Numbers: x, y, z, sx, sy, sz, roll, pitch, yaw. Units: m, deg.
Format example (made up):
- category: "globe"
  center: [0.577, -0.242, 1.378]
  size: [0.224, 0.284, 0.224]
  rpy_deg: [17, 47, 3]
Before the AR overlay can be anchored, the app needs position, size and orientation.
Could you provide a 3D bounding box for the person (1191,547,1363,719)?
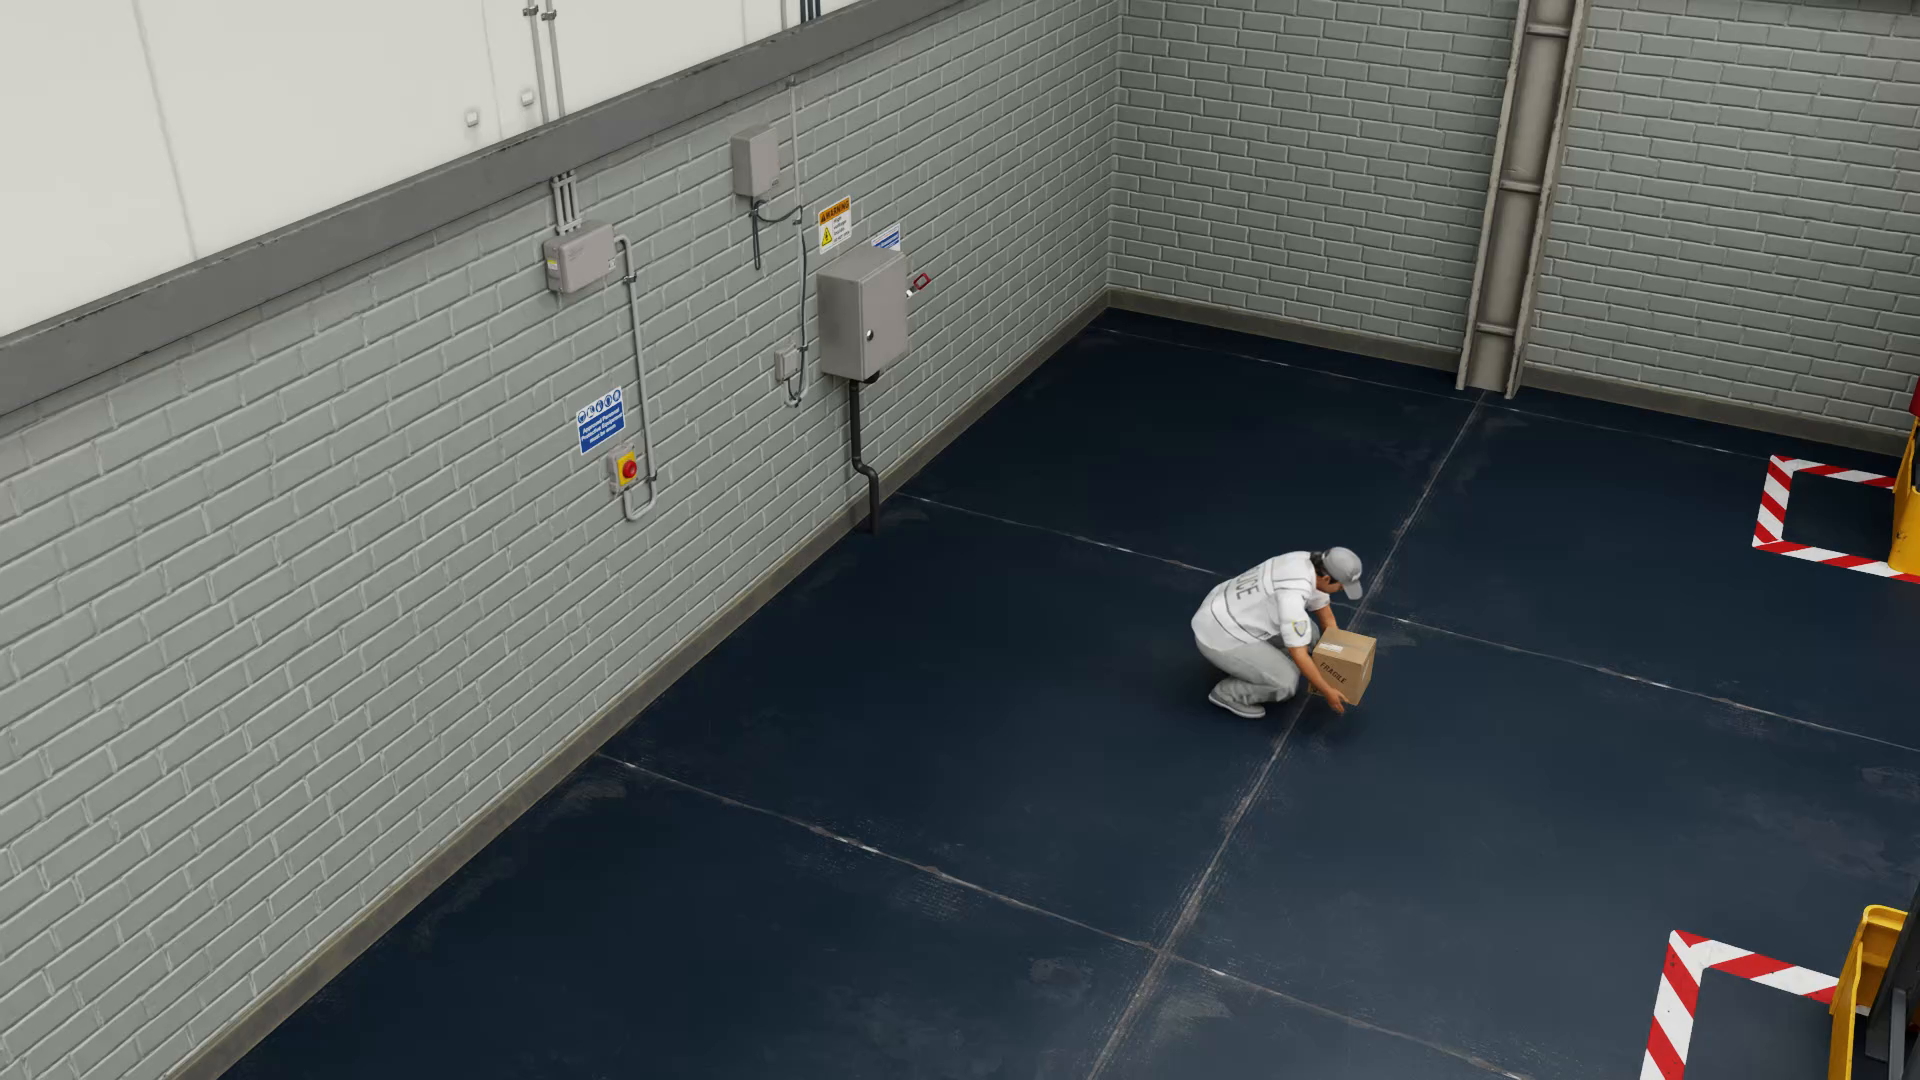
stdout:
- category: "person"
  center: [1.595, 0.419, 8.296]
  size: [0.849, 0.945, 0.526]
  rpy_deg: [14, 33, 23]
